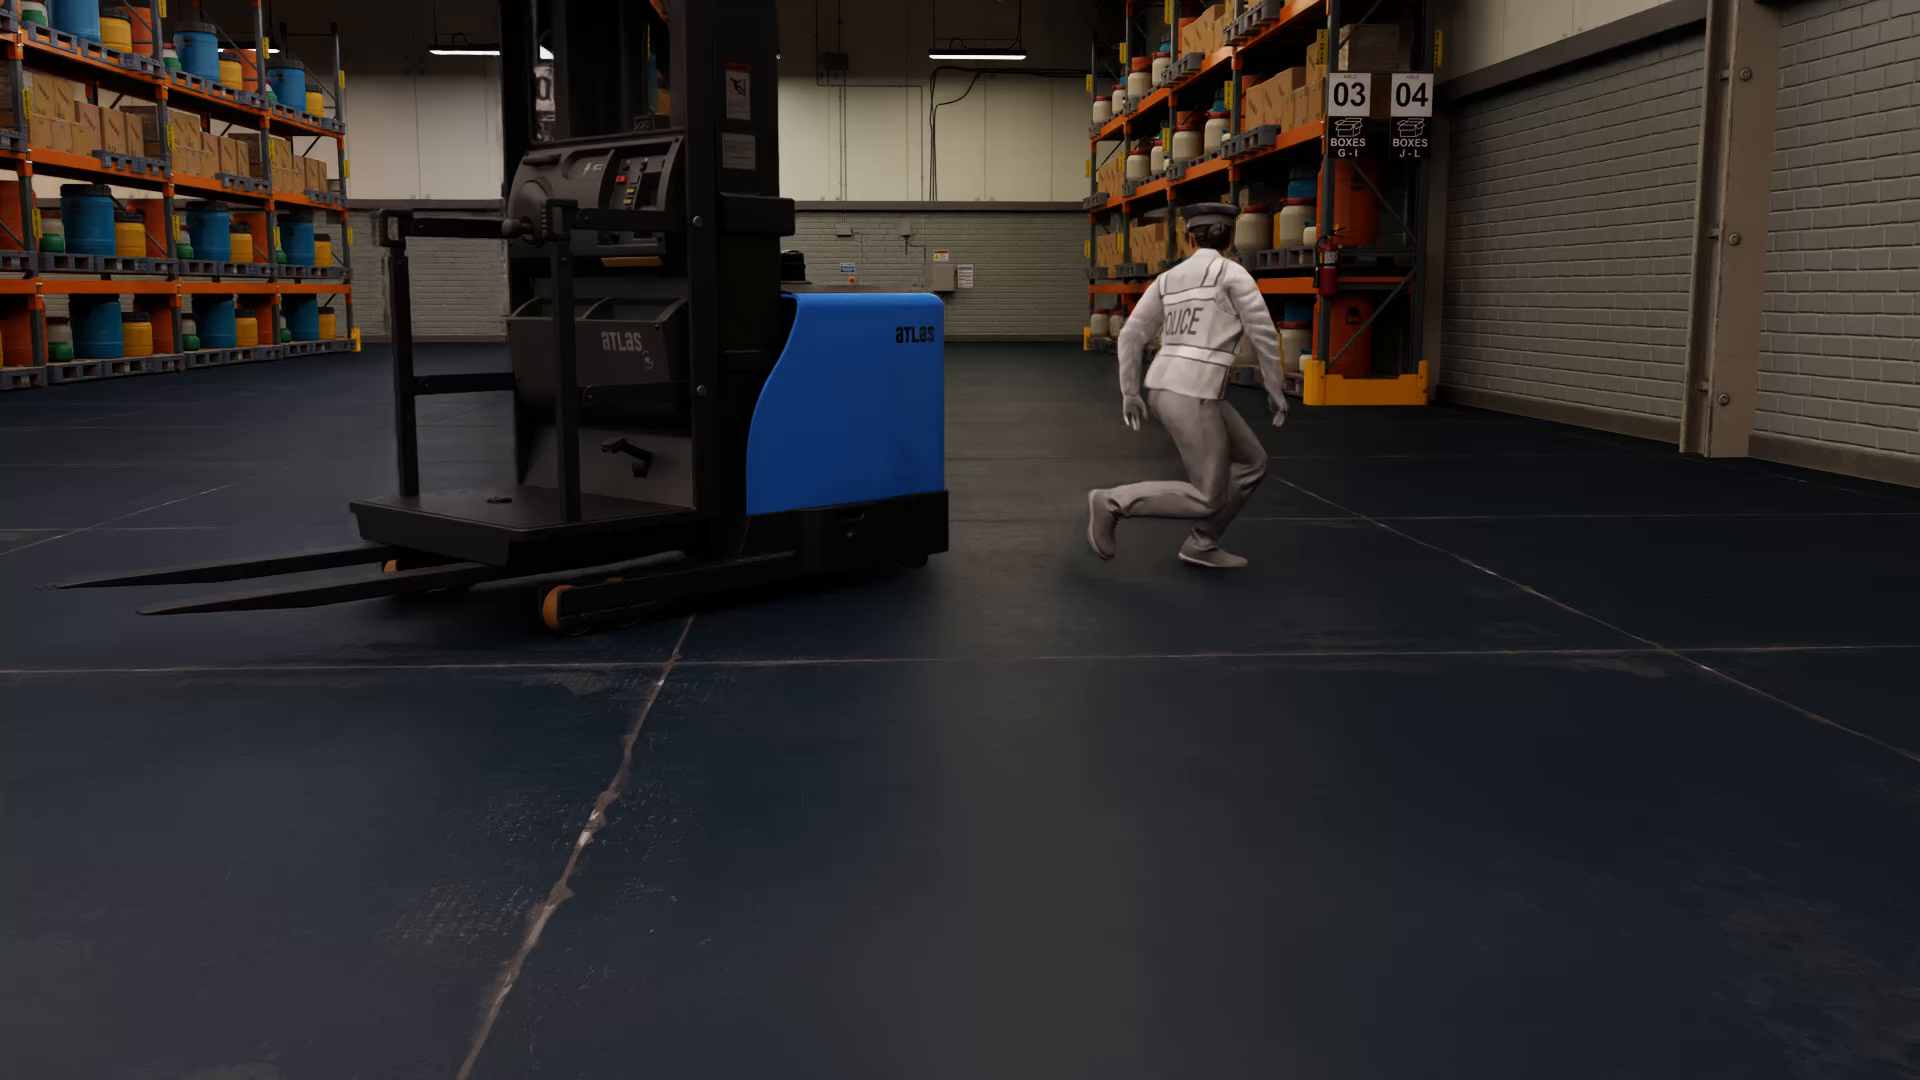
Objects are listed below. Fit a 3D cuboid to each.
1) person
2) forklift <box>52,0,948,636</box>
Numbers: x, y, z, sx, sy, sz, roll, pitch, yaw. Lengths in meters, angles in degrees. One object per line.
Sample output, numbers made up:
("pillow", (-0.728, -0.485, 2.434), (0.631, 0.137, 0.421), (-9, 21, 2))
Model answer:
("person", (0.877, -0.601, 6.578), (0.775, 1.452, 0.573), (-2, 9, -11))
("forklift", (-1.413, -1.229, 5.607), (1.130, 2.935, 3.031), (8, 11, 42))
